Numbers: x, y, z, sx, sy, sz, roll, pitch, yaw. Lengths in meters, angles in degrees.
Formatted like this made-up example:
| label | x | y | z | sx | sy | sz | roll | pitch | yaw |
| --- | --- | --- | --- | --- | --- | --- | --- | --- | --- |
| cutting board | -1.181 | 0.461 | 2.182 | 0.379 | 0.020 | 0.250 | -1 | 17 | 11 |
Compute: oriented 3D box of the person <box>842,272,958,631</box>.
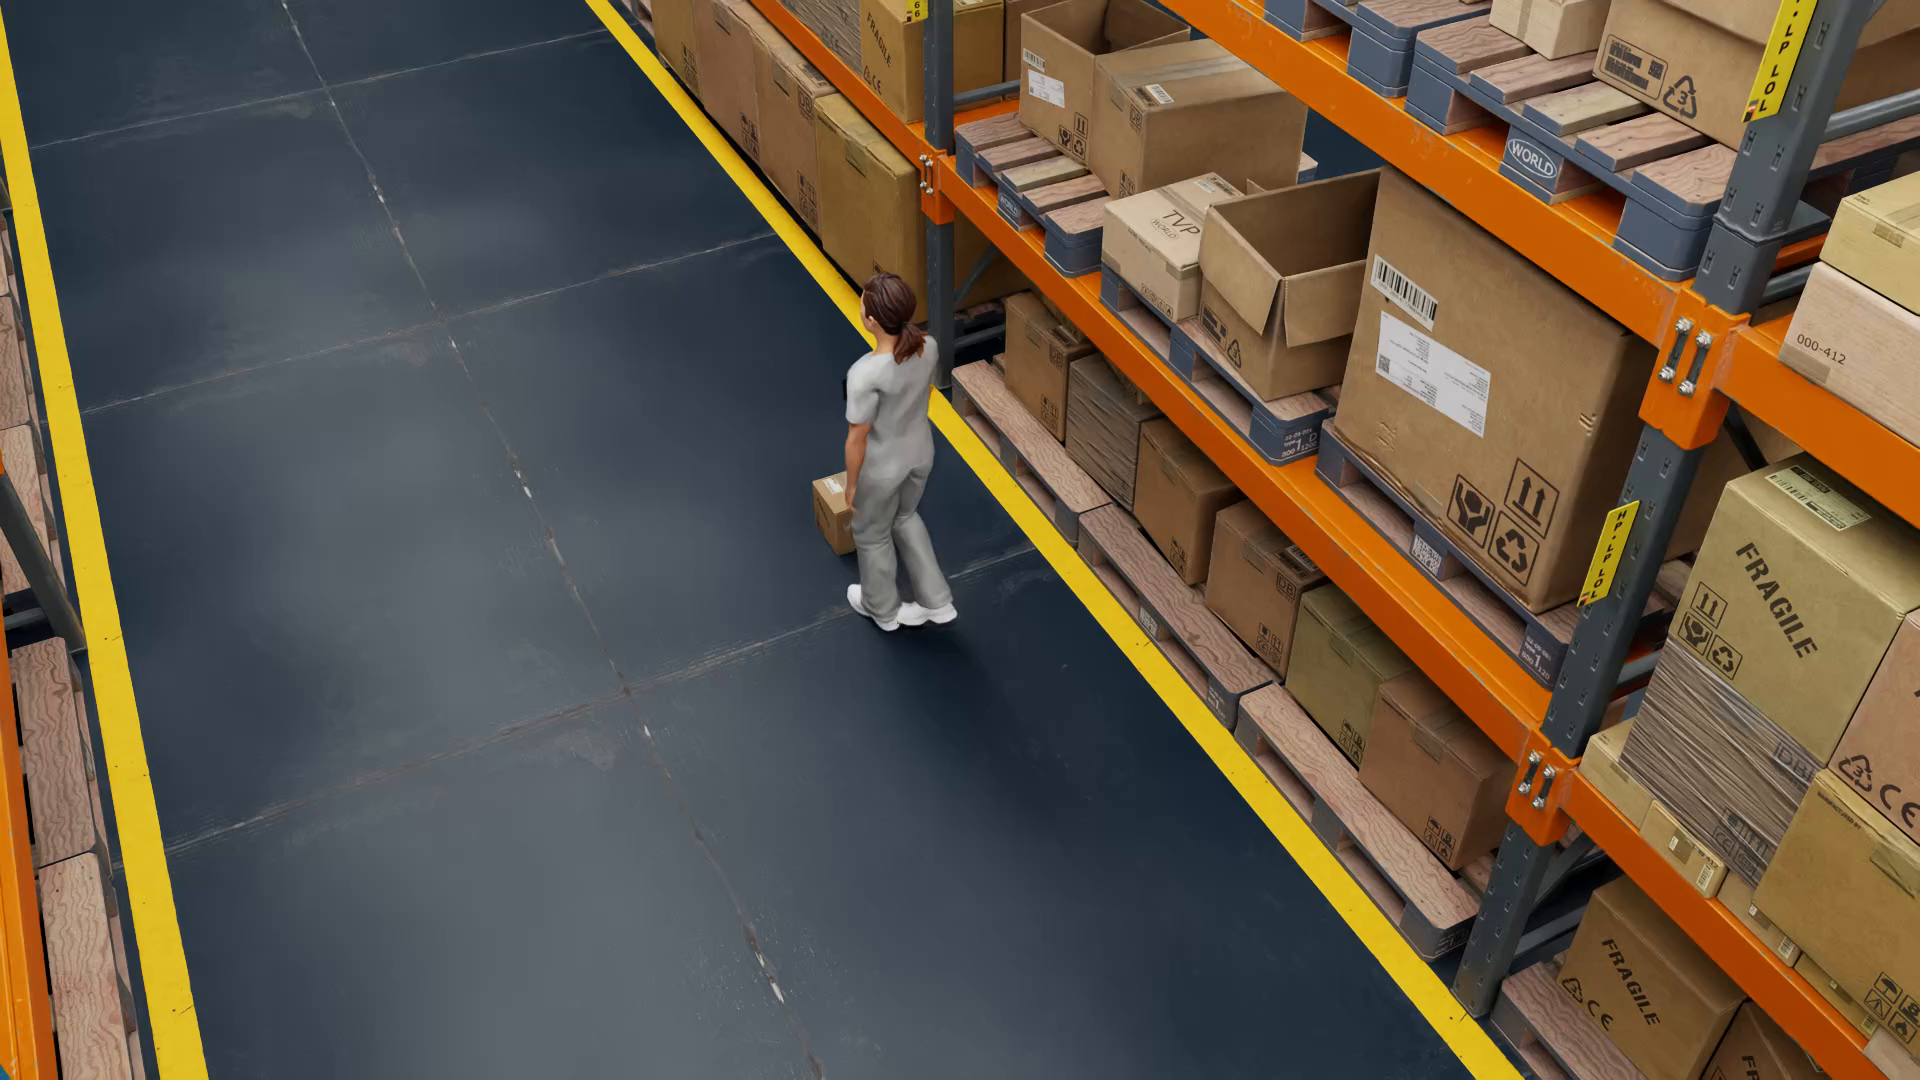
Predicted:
| label | x | y | z | sx | sy | sz | roll | pitch | yaw |
| --- | --- | --- | --- | --- | --- | --- | --- | --- | --- |
| person | -0.261 | -0.281 | 6.477 | 0.461 | 1.653 | 0.522 | -30 | 49 | -29 |
